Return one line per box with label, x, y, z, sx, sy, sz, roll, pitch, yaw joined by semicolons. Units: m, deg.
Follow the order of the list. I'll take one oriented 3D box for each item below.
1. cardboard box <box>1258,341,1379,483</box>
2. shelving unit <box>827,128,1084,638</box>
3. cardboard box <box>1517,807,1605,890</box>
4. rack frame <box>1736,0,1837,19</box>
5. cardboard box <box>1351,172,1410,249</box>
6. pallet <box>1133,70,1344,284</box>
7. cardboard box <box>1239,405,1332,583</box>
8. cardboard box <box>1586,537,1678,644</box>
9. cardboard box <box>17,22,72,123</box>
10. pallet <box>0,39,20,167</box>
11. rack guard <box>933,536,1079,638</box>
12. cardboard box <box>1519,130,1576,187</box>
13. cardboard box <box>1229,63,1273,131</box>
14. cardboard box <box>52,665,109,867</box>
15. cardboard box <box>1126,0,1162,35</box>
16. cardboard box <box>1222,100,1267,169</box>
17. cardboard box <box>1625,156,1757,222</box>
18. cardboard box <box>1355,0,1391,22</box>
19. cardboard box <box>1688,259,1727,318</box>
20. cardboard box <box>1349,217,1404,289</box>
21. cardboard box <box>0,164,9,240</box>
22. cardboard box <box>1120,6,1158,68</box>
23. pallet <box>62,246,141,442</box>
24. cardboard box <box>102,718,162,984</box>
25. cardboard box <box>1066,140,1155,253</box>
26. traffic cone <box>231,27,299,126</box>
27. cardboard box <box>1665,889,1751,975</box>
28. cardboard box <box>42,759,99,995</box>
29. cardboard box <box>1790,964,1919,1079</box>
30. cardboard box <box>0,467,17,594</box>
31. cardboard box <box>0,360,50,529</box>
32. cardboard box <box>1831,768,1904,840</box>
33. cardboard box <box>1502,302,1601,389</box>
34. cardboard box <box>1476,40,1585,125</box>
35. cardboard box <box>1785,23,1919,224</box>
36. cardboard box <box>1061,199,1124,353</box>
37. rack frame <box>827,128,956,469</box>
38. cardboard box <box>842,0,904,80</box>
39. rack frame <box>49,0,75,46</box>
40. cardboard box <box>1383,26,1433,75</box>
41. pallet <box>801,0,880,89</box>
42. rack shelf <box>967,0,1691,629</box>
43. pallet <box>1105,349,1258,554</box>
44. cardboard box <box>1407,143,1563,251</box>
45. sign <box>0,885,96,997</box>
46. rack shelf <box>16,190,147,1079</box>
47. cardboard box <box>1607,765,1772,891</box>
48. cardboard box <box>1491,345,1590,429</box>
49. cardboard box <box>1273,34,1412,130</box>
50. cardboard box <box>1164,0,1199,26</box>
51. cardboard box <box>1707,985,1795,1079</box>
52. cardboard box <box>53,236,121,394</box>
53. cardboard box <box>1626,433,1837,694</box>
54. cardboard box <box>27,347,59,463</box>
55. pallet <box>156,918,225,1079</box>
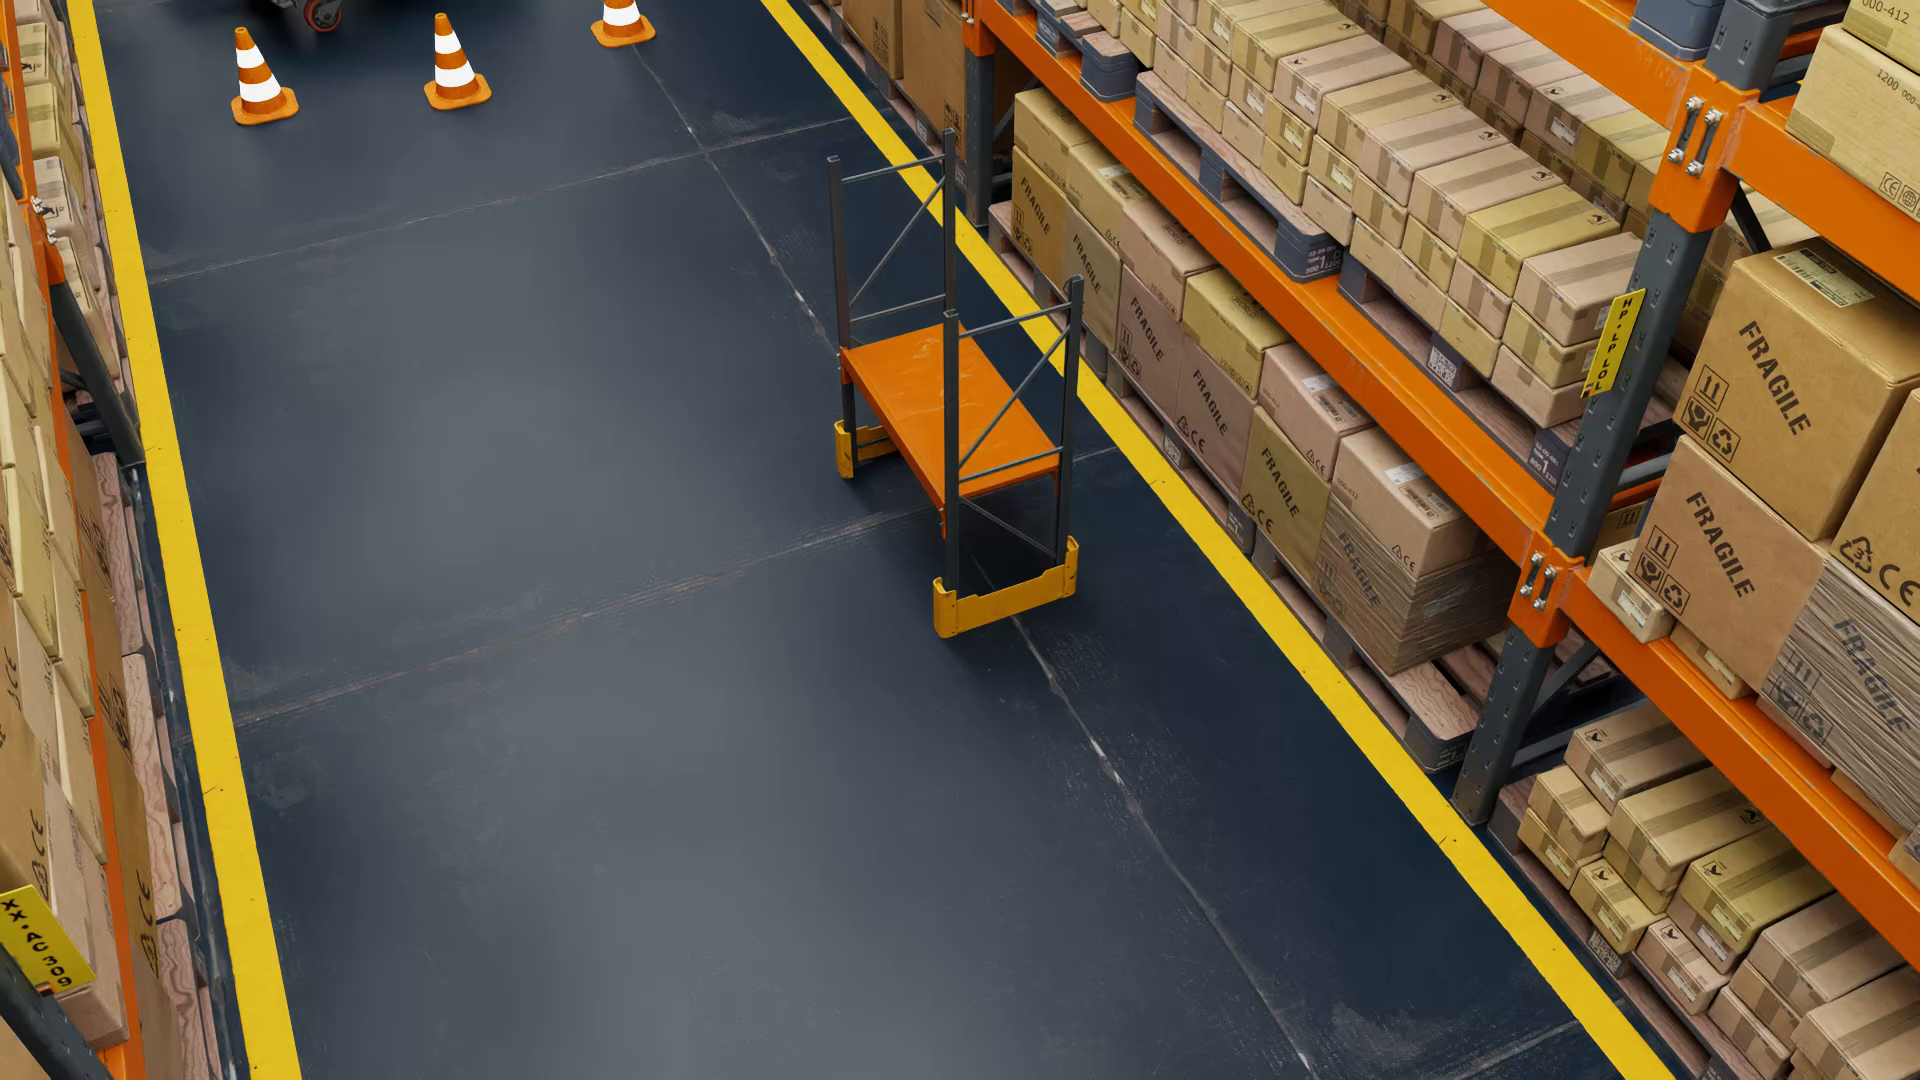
cardboard box;1.444;-0.517;6.085;0.500;0.250;0.500;-16;47;-16
shelving unit;-0.032;-0.582;6.272;0.587;1.500;1.083;-18;47;-17
cardboard box;2.052;0.934;5.399;0.380;0.149;0.250;-20;48;-19
rack frame;2.190;-2.394;2.769;1.000;3.000;0.127;-18;47;-17
cardboard box;1.511;-1.119;5.417;0.380;0.149;0.250;-19;48;-19
pallet;1.378;-1.490;6.261;1.003;0.211;1.213;-18;47;-17
cardboard box;1.435;-0.243;6.341;0.500;0.500;0.500;-19;48;-18
cardboard box;2.013;0.108;4.684;0.380;0.149;0.250;-16;47;-16
cardboard box;-5.094;-2.254;8.471;0.950;0.372;0.625;-15;47;-15
pallet;-4.337;-1.636;6.409;1.213;0.211;1.003;-18;47;-17
rack guard;0.177;0.180;6.390;0.587;0.250;0.087;-18;47;-17
cardboard box;2.112;-1.306;5.606;0.380;0.149;0.250;-20;48;-19
cardboard box;1.189;-1.615;5.919;0.380;0.149;0.250;-16;47;-16
cardboard box;-2.423;0.633;4.079;0.500;0.250;0.500;-19;48;-18
cardboard box;0.867;-2.104;6.415;0.380;0.149;0.250;-18;47;-17
cardboard box;1.181;-1.512;6.027;0.380;0.149;0.250;-19;48;-19
cardboard box;2.319;-1.093;5.179;0.380;0.149;0.250;-17;47;-16
cardboard box;1.672;-2.078;6.176;0.380;0.149;0.250;-16;47;-15
cardboard box;2.442;-0.811;5.105;0.380;0.149;0.250;-17;47;-17
cardboard box;1.526;-0.998;5.506;0.380;0.149;0.250;-20;48;-19
cardboard box;-3.506;-1.172;5.553;0.500;0.250;0.500;-18;47;-18
cardboard box;0.855;-2.009;6.530;0.380;0.149;0.250;-16;47;-16
pallet;-4.268;-0.787;7.398;1.003;0.211;1.213;-18;47;-17
cardboard box;-2.979;0.930;4.886;0.875;0.875;0.875;-17;47;-16
cardboard box;0.792;-1.500;7.082;0.500;0.250;0.500;-19;48;-18
traffic cone;-3.831;-2.551;9.006;0.336;0.463;0.334;-18;47;-17
cardboard box;2.375;1.106;5.013;0.380;0.149;0.250;-18;47;-18
cardboard box;-2.188;0.779;3.575;0.500;0.250;0.500;-19;48;-19
cardboard box;2.524;1.361;4.542;0.380;0.149;0.250;-17;47;-17
cardboard box;-2.630;-0.126;3.959;0.500;0.500;0.500;-19;48;-18
cardboard box;-2.835;-0.196;4.563;0.500;0.250;0.500;-19;48;-19
cardboard box;2.457;0.580;4.206;0.380;0.149;0.250;-20;48;-19
cardboard box;1.844;-0.620;4.911;0.380;0.149;0.250;-17;47;-16
cardboard box;2.003;-1.580;5.672;0.380;0.149;0.250;-18;48;-18
cardboard box;2.145;-0.900;3.498;0.500;0.250;0.500;-16;47;-15
cardboard box;0.789;-1.222;7.333;0.500;0.500;0.500;-17;47;-17
rack frame;-0.250;-0.912;6.607;0.500;1.500;0.032;-18;47;-17
cardboard box;-0.037;-3.127;9.086;1.050;0.750;0.750;-17;47;-17
rack frame;-5.622;-3.830;8.496;1.000;3.000;0.127;-18;47;-17
cardboard box;1.782;-1.807;6.114;0.380;0.149;0.250;-19;48;-18
pallet;-0.264;-3.116;9.758;1.003;0.211;1.213;-18;47;-17
rack shelf;1.349;-1.277;6.421;1.077;0.370;4.000;-18;47;-17
pallet;1.345;-0.540;7.147;1.003;0.211;1.213;-18;47;-17
cardboard box;1.624;-1.065;5.150;0.380;0.149;0.250;-19;48;-19
sign;-1.755;0.766;3.165;0.100;0.325;0.005;-18;47;-17
rack shelf;-3.099;0.249;4.874;1.077;0.370;4.000;-18;47;-17
cardboard box;2.209;0.869;5.041;0.380;0.149;0.250;-16;47;-15
cardboard box;1.844;-0.513;5.014;0.380;0.149;0.250;-19;48;-18
cardboard box;1.297;-1.559;5.651;0.380;0.149;0.250;-20;48;-19
cardboard box;0.968;-2.059;6.157;0.380;0.149;0.250;-16;47;-16
cardboard box;2.467;1.393;4.933;0.380;0.149;0.250;-19;48;-18
cardboard box;-4.169;-0.858;7.056;0.950;0.372;0.625;-21;48;-20
cardboard box;2.170;-0.010;4.342;0.500;0.500;0.500;-19;48;-18
cardboard box;-3.066;-0.336;5.061;0.500;0.250;0.500;-18;48;-18
pallet;-2.651;1.791;4.785;1.003;0.211;1.213;-18;47;-17
